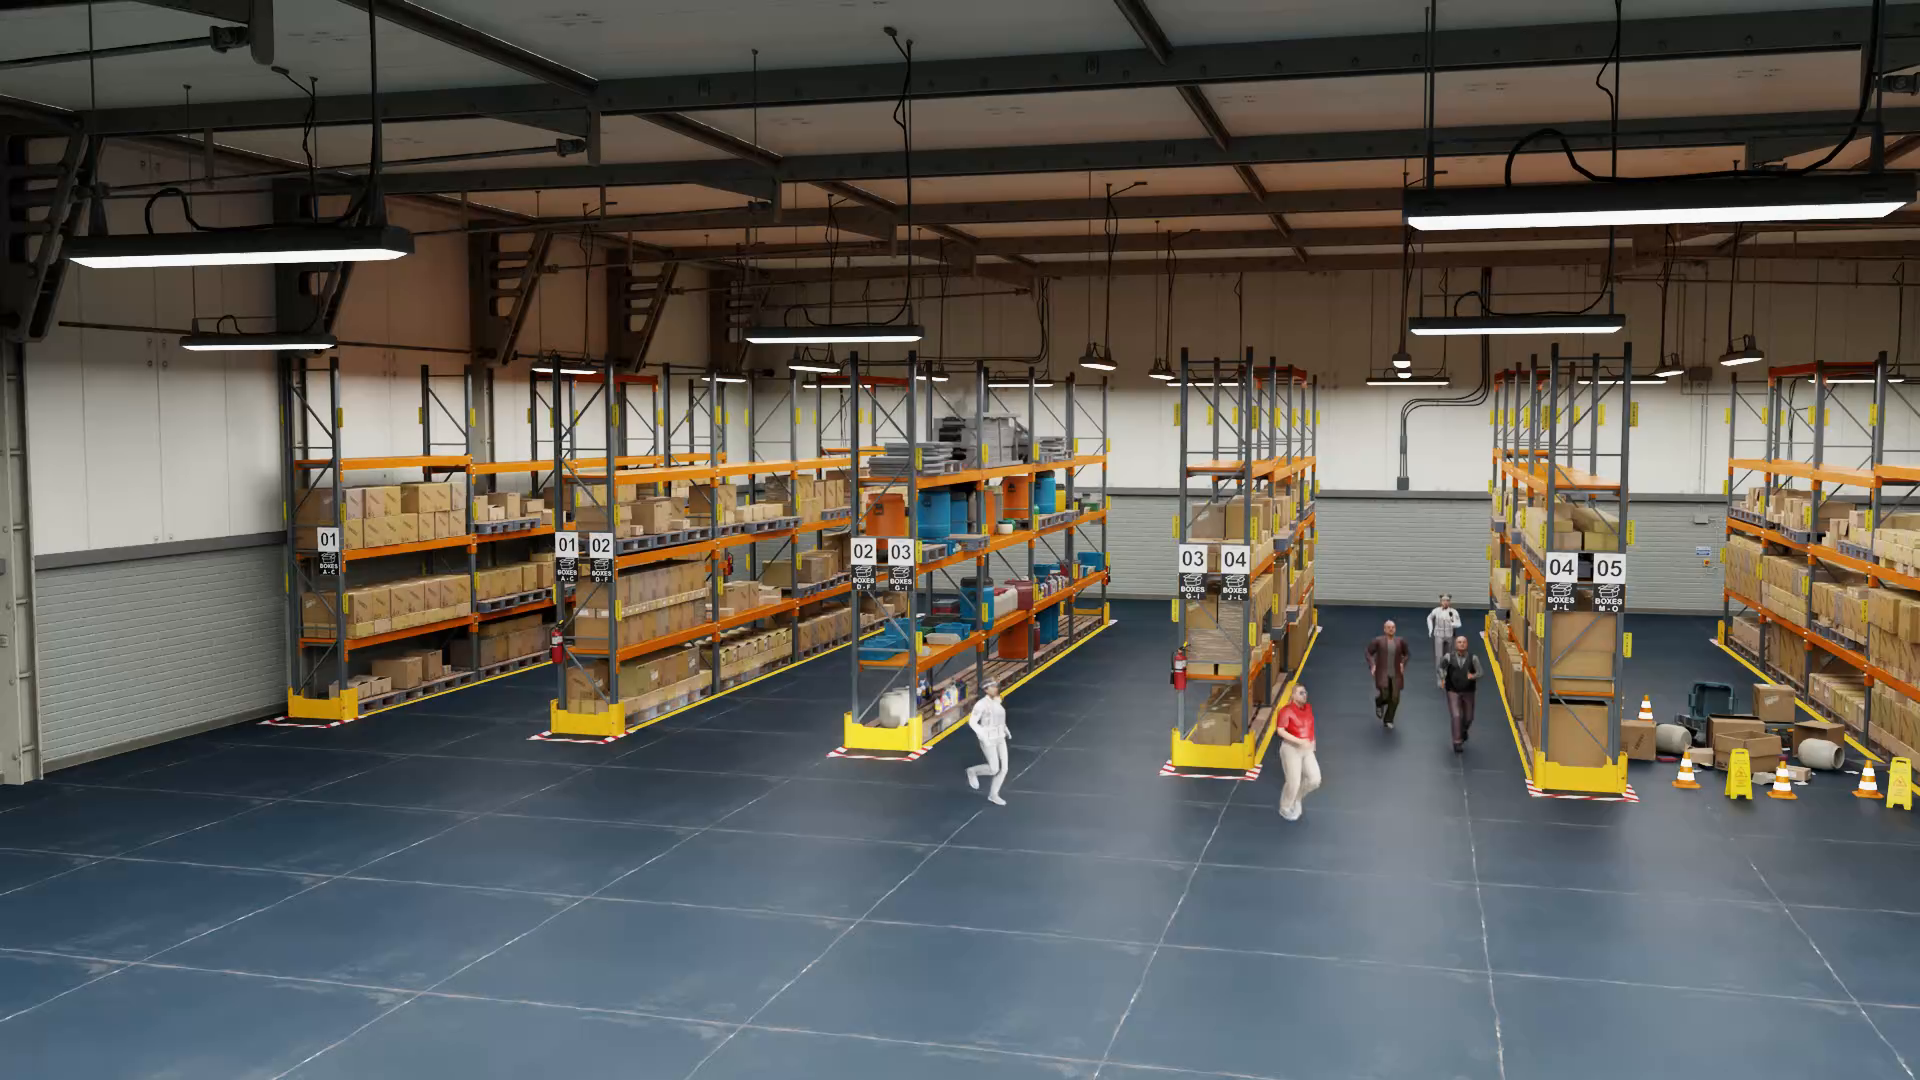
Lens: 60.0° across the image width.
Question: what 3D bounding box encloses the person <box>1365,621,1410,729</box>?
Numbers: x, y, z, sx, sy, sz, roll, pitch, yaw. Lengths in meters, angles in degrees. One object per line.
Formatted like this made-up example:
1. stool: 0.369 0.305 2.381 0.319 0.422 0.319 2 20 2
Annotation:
1. person: 6.926 2.170 26.869 0.709 1.733 0.638 0 4 1

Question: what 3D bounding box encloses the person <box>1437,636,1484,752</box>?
1. person: 7.545 2.300 25.078 0.666 1.699 0.930 1 4 11

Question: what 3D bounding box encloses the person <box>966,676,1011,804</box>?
1. person: 0.383 2.594 21.730 0.625 1.662 0.600 -4 6 -44

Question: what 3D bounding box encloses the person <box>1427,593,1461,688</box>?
1. person: 9.084 1.853 31.192 0.593 1.727 0.826 1 4 11

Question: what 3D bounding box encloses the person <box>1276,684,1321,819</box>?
1. person: 4.248 2.640 20.673 0.692 1.687 0.615 -3 5 -33
